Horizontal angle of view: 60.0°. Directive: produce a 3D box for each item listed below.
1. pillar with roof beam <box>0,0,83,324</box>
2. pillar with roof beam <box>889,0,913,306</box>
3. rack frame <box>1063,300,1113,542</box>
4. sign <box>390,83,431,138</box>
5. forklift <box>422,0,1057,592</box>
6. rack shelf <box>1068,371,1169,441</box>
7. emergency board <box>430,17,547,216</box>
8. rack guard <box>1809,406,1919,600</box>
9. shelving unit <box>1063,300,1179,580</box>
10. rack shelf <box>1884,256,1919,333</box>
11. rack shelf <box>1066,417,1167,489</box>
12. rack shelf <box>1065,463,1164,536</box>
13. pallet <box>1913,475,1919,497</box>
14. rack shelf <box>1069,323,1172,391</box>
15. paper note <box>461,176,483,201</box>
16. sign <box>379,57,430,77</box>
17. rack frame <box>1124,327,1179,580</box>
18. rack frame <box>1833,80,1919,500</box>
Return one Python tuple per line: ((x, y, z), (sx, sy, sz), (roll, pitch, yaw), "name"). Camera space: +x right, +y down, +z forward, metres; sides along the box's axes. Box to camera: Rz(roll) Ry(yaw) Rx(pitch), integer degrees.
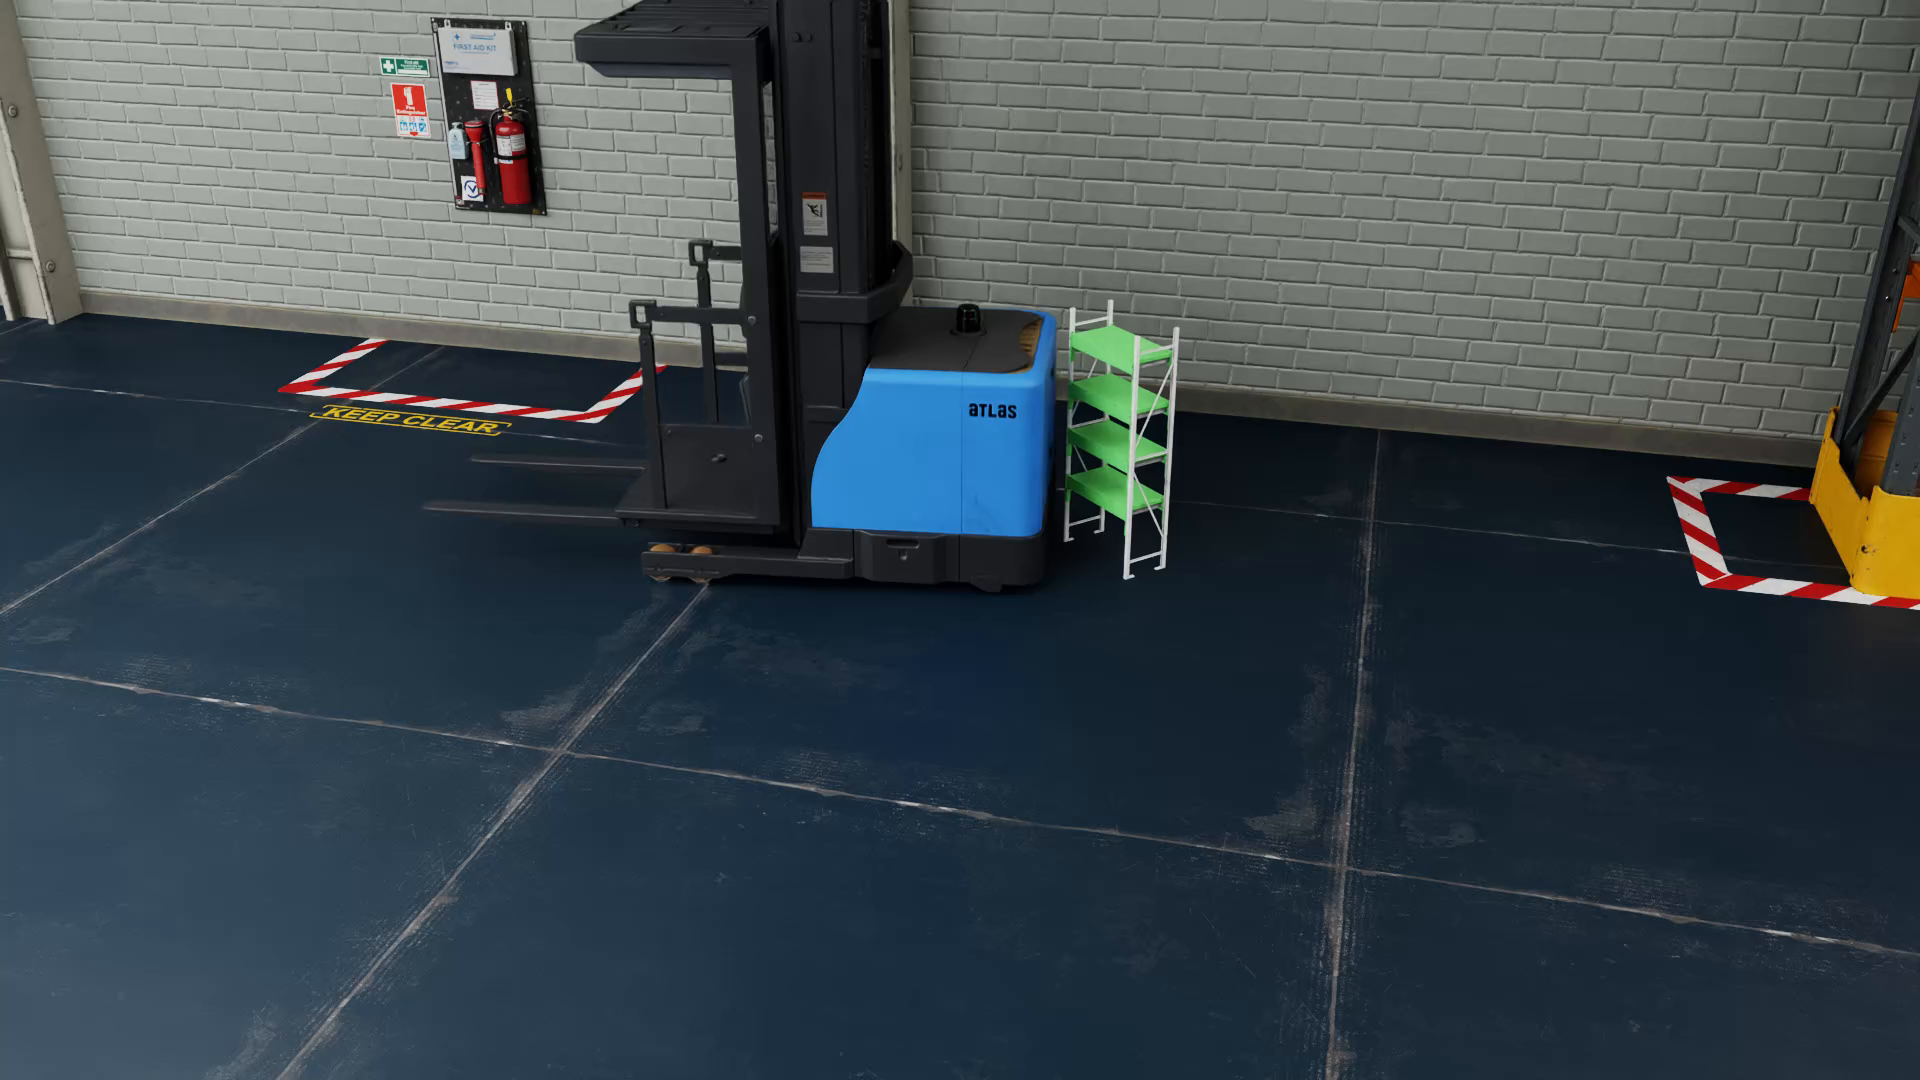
((-7.398, -3.826, 5.818), (0.400, 9.000, 9.100), (6, 26, 13), "pillar with roof beam")
((-1.587, -3.184, 4.469), (0.400, 9.000, 9.100), (6, 26, 13), "pillar with roof beam")
((0.617, -0.562, 8.034), (0.240, 1.200, 0.015), (-15, 29, -29), "rack frame")
((-3.408, -2.666, 10.319), (0.234, 0.329, 0.001), (6, 26, 13), "sign")
((-1.070, -1.344, 7.663), (3.031, 2.935, 1.130), (3, 26, 6), "forklift")
((0.748, -0.632, 7.772), (0.258, 0.148, 0.480), (-15, 29, -29), "rack shelf")
((-2.899, -2.548, 10.112), (0.643, 1.169, 0.194), (6, 26, 13), "emergency board")
((4.476, -0.203, 8.095), (0.348, 0.500, 1.175), (6, 26, 13), "rack guard")
((0.748, -0.473, 7.848), (0.258, 1.200, 0.503), (-15, 29, -29), "shelving unit")
((6.340, -0.801, 7.280), (4.000, 0.370, 1.077), (6, 26, 13), "rack shelf")
((0.748, -0.415, 7.875), (0.258, 0.148, 0.480), (-15, 29, -29), "rack shelf")
((0.748, -0.199, 7.979), (0.258, 0.148, 0.480), (-15, 29, -29), "rack shelf")
((5.254, 0.029, 7.944), (1.213, 0.211, 1.003), (6, 26, 13), "pallet")
((0.748, -0.849, 7.669), (0.258, 0.148, 0.480), (-15, 29, -29), "rack shelf")
((-3.053, -2.198, 10.402), (0.142, 0.148, 0.016), (6, 26, 13), "paper note")
((-3.406, -2.901, 10.196), (0.331, 0.109, 0.001), (6, 26, 13), "sign")
((0.879, -0.385, 7.662), (0.240, 1.200, 0.015), (-15, 29, -29), "rack frame")
((4.403, -1.340, 7.575), (0.127, 3.000, 1.000), (6, 26, 13), "rack frame")
